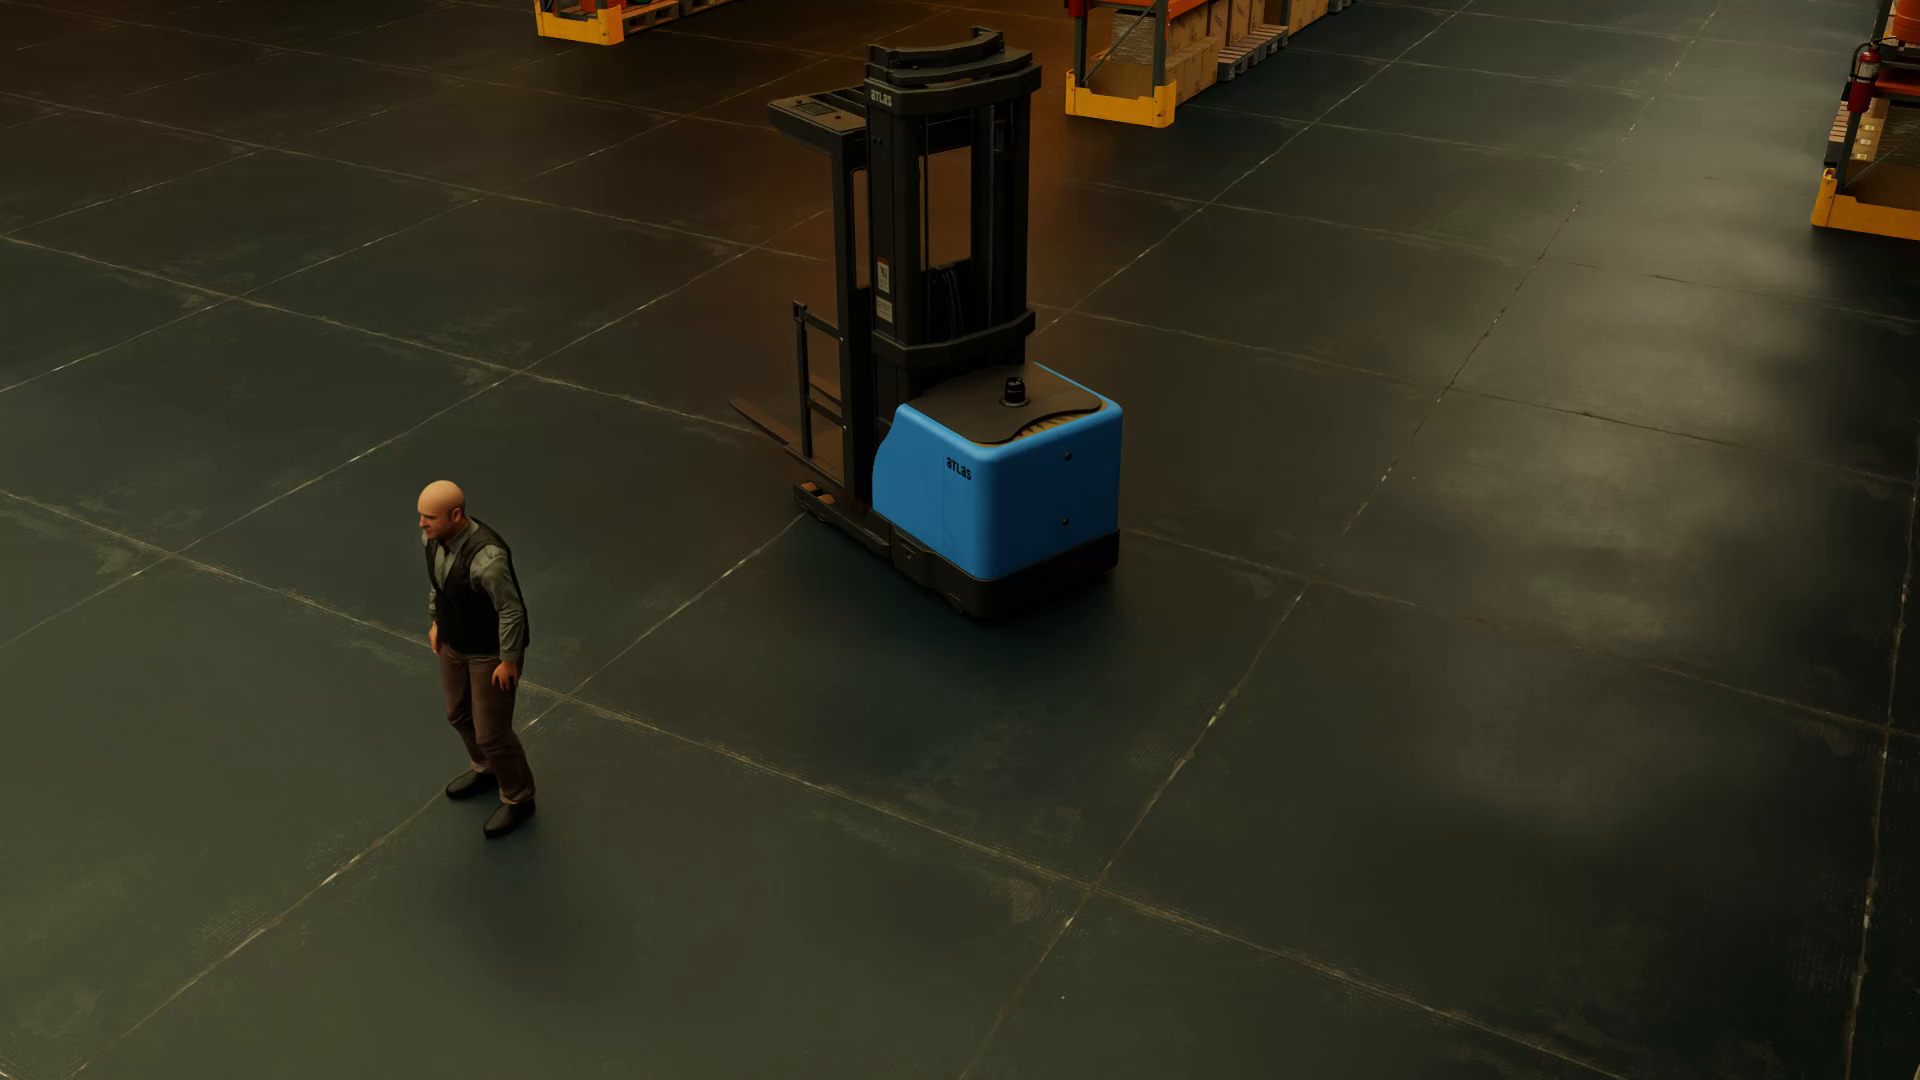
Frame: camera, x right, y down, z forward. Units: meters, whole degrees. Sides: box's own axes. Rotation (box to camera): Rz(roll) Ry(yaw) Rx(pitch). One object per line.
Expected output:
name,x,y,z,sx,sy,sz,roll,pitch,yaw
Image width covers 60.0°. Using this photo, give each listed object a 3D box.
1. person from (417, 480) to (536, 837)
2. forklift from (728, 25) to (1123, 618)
person,-2.164,0.482,7.454,0.586,1.724,0.442,24,38,36
forklift,-0.377,-1.516,9.698,1.130,2.935,3.031,-21,36,-32
